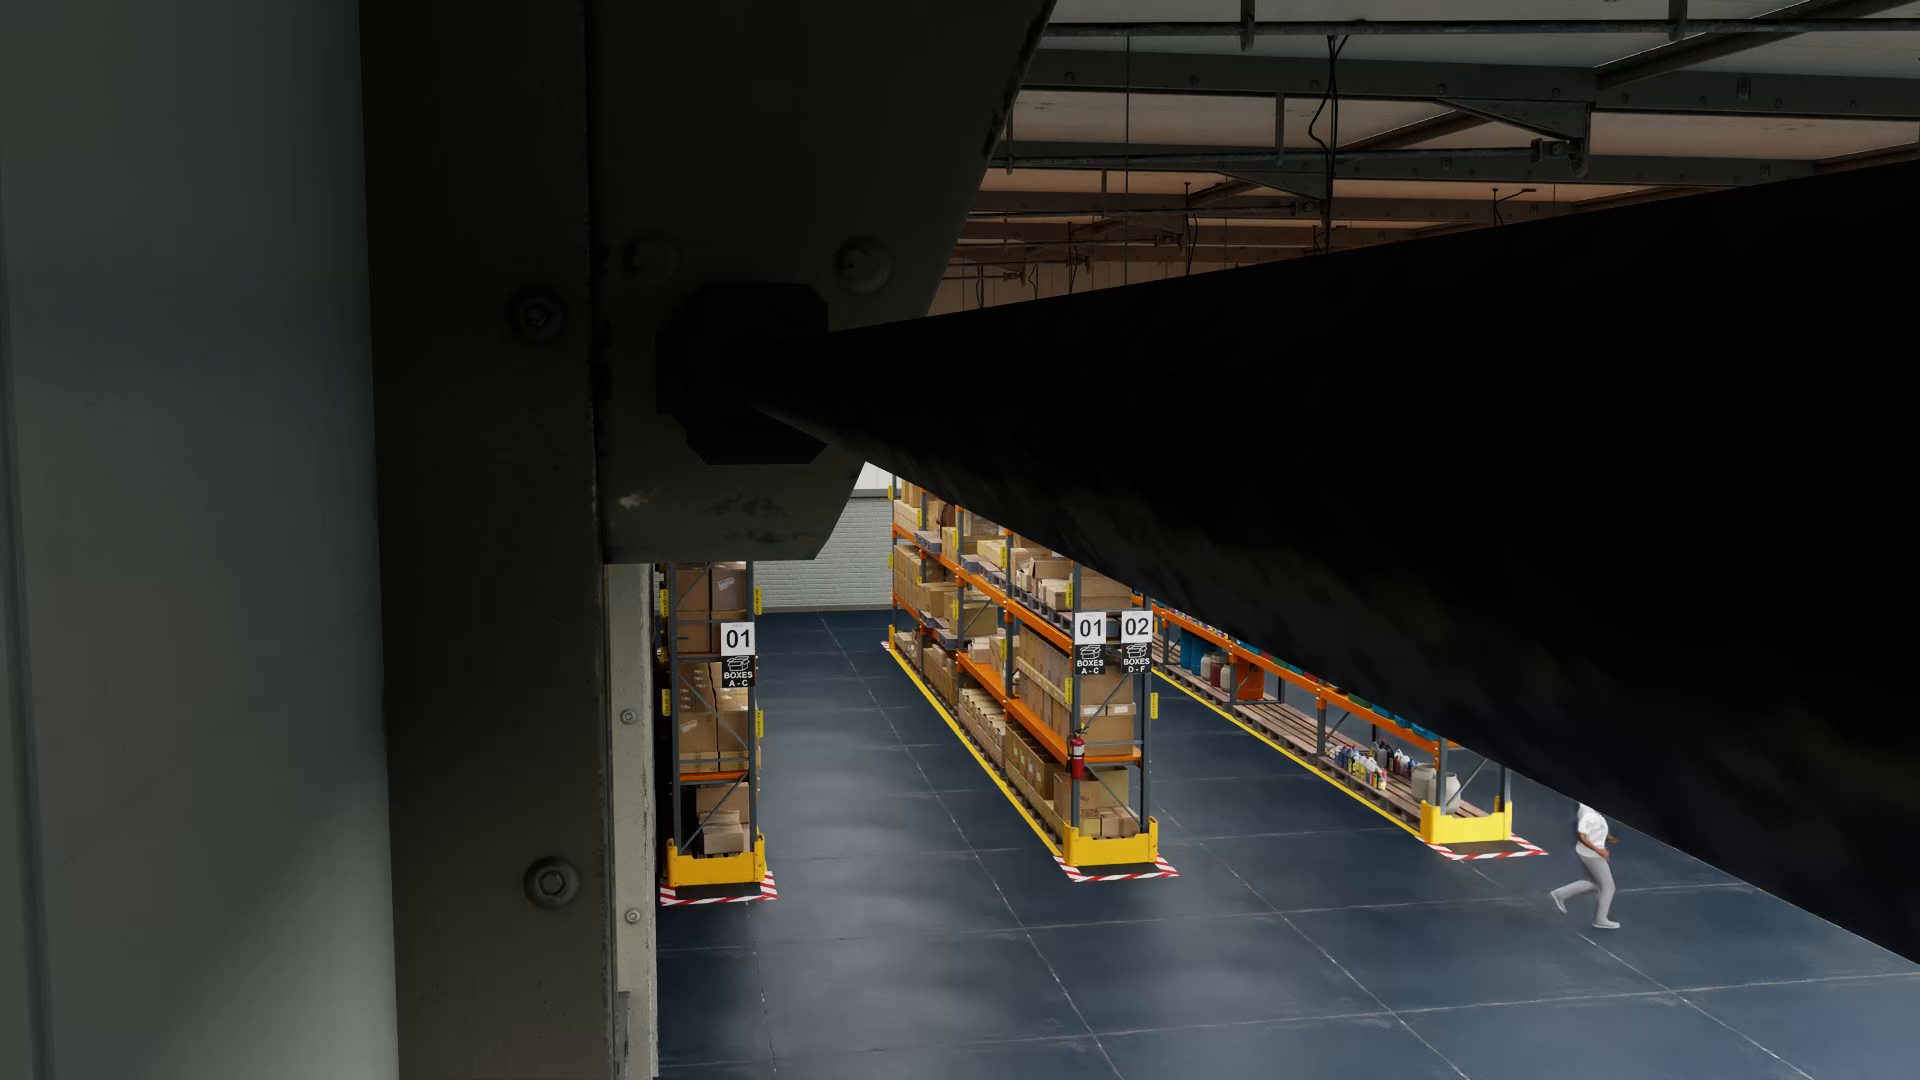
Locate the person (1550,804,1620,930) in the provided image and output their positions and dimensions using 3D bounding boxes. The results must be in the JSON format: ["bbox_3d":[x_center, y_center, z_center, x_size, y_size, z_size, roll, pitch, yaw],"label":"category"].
[{"bbox_3d":[7.007,3.503,18.564,0.739,1.655,0.584,2,6,14],"label":"person"}]
